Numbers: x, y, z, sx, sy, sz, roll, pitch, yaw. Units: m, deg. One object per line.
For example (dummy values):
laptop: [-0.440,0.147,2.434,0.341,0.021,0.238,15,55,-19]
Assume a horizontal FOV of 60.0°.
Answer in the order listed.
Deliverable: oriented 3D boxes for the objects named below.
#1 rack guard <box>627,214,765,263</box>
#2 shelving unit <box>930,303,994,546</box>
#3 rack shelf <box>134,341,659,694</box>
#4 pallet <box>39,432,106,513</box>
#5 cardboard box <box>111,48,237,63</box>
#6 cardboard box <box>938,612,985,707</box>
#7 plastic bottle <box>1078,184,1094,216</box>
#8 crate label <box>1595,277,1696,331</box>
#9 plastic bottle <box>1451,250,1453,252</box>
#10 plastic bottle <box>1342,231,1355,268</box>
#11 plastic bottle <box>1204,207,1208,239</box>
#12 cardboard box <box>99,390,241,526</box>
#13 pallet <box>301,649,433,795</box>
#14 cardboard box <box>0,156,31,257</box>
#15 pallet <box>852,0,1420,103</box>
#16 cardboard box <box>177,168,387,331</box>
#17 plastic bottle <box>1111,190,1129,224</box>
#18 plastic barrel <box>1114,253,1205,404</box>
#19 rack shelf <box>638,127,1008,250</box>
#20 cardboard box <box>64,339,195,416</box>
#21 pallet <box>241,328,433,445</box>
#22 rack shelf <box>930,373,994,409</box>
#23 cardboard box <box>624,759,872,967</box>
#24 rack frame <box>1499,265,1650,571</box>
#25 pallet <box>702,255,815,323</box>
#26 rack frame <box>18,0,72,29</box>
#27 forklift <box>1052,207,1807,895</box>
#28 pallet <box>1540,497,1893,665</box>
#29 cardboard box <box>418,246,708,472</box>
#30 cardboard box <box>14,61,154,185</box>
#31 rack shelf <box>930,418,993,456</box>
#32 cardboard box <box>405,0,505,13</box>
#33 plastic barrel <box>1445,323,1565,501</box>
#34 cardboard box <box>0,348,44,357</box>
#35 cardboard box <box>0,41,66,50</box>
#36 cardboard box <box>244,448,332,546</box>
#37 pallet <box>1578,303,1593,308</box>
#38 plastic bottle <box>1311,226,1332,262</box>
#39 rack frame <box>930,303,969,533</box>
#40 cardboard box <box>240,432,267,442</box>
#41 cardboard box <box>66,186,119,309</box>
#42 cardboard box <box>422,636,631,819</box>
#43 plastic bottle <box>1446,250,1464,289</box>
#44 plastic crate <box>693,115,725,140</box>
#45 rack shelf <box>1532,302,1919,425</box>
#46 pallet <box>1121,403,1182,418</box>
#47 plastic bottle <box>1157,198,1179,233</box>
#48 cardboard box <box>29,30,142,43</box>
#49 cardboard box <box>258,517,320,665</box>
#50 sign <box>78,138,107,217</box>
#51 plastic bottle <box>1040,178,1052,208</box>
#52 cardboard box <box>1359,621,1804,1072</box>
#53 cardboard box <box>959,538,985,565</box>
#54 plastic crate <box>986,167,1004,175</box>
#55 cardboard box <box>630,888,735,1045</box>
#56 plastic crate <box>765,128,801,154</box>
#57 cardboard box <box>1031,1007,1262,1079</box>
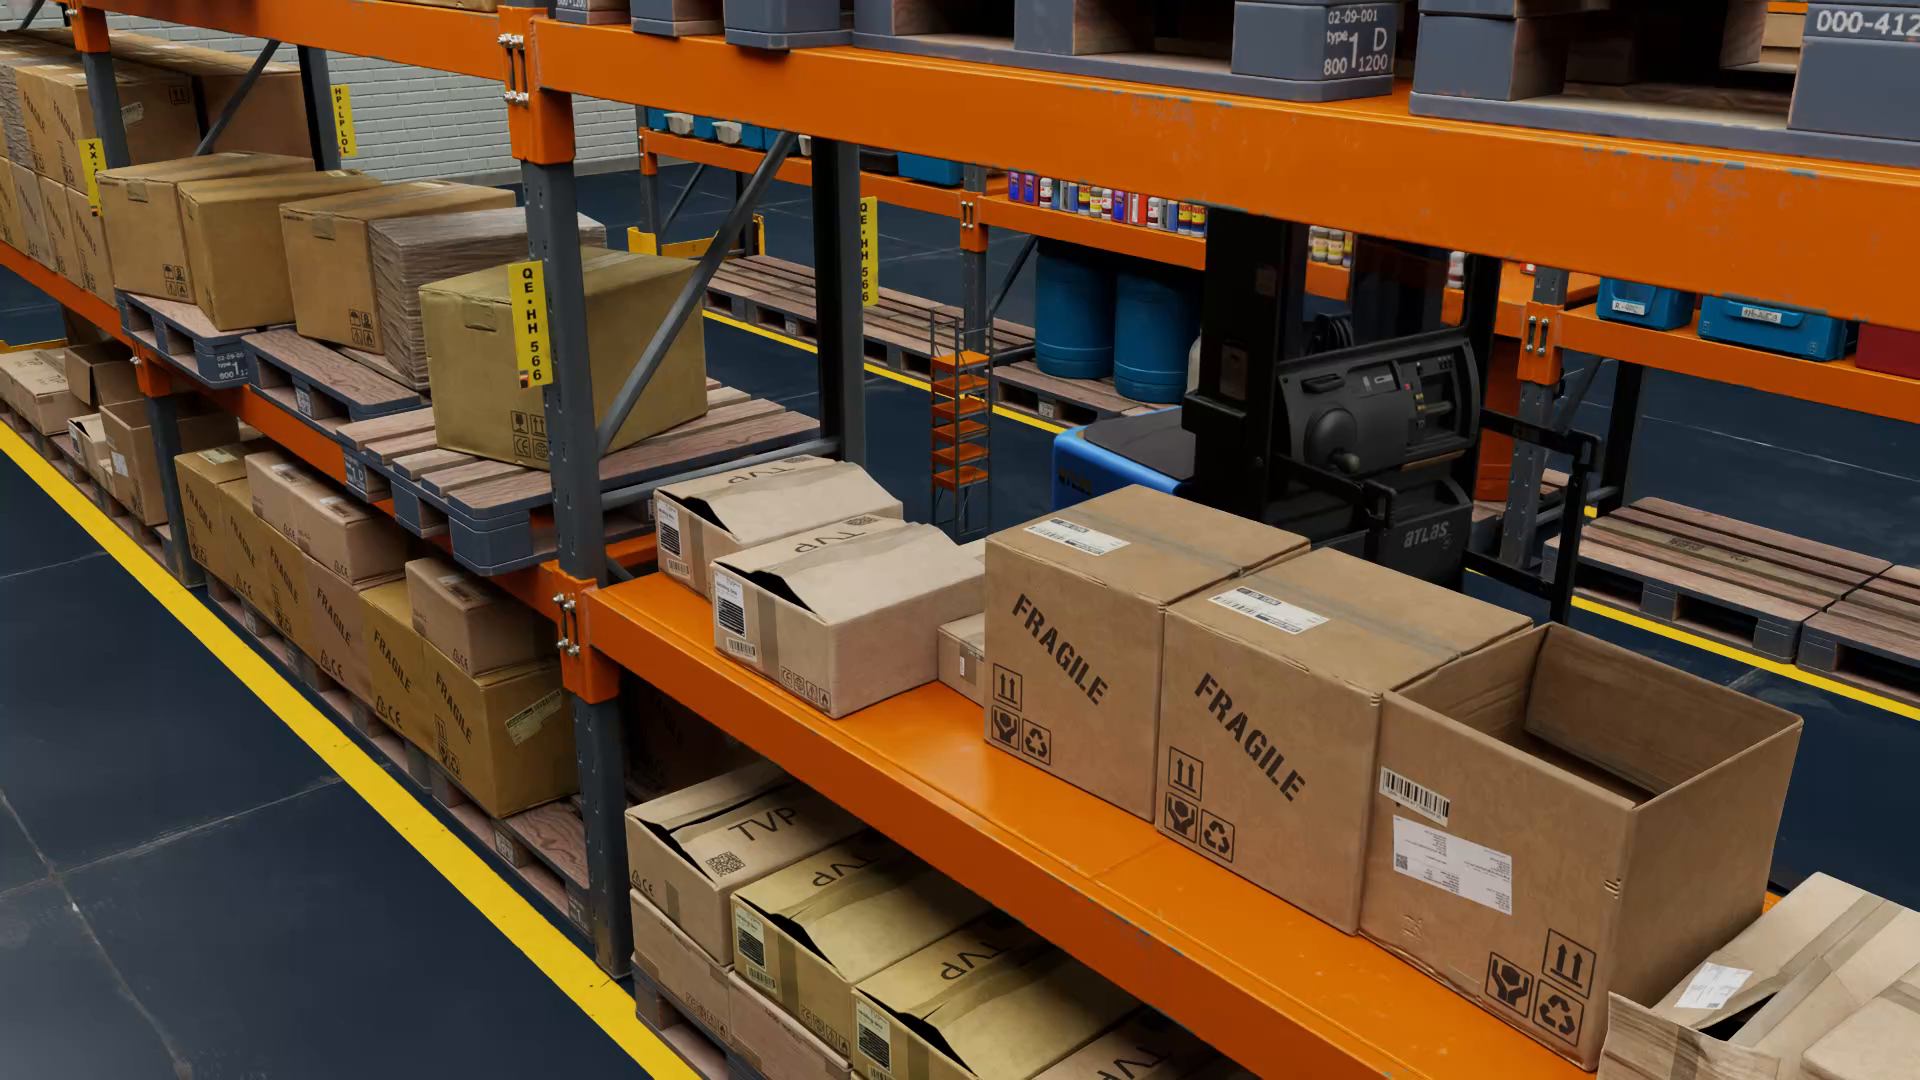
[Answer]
rack guard: [-2.198,-2.415,13.965,1.175,0.500,0.348,-17,27,-37]
shelving unit: [0.009,-0.555,8.255,0.258,1.200,0.189,-17,27,-37]
rack shelf: [-2.011,-0.405,6.391,1.077,0.370,4.000,-17,27,-37]
pallet: [-4.564,-0.521,9.525,1.003,0.211,1.213,-17,27,-37]
cardboard box: [-4.083,-2.286,8.700,0.500,0.500,0.500,-18,28,-39]
cardboard box: [0.170,0.269,4.029,0.380,0.149,0.250,-15,26,-34]
plastic bottle: [0.746,-2.052,9.787,0.097,0.271,0.097,0,21,0]
crate label: [3.041,-1.082,7.363,0.303,0.233,0.416,-17,27,-37]
plastic bottle: [2.609,-1.654,8.770,0.097,0.271,0.097,0,21,0]
plastic bottle: [1.996,-1.523,8.436,0.097,0.271,0.097,0,21,0]
plastic bottle: [1.436,-1.810,9.060,0.144,0.351,0.185,-17,27,-37]
cardboard box: [-3.903,-0.423,8.276,0.500,0.500,0.500,-17,27,-37]
pallet: [-1.956,0.559,6.767,1.003,0.211,1.213,-17,27,-37]
cardboard box: [-4.846,-1.840,8.931,0.500,0.500,0.500,-17,27,-37]
pallet: [0.538,-1.022,3.125,1.003,0.211,1.213,-16,26,-35]
cardboard box: [-2.680,-1.175,6.659,0.700,0.500,0.500,-13,25,-29]
plastic bottle: [0.935,-1.968,9.555,0.061,0.283,0.133,-17,27,-37]
plastic barrel: [1.243,-1.339,10.091,0.600,0.901,0.708,-17,27,-37]
rack shelf: [-0.867,-2.688,12.221,1.077,0.370,4.000,-17,27,-37]
cardboard box: [-4.547,-0.853,9.368,0.797,0.503,0.637,-17,27,-37]
pallet: [-1.978,-0.634,6.253,1.003,0.211,1.213,-17,27,-37]
rack shelf: [0.009,-0.737,8.184,0.258,0.103,0.180,-17,27,-37]
cardboard box: [-0.586,0.851,4.624,0.500,0.311,0.500,-16,27,-36]
rack frame: [3.050,-1.365,7.857,1.000,3.000,0.127,-17,27,-37]
pallet: [-1.663,-2.040,13.403,1.003,0.211,1.213,-17,27,-37]
rack frame: [-5.927,-2.397,10.492,1.000,3.000,0.127,-17,27,-37]
forklift: [1.582,-0.448,5.608,1.130,2.935,3.031,-13,25,-31]
pallet: [3.526,0.156,7.795,1.003,0.211,1.213,-17,27,-37]
cardboard box: [-1.202,-0.576,5.130,0.500,0.500,0.700,12,24,28]
cardboard box: [-4.179,-2.023,8.029,0.500,0.500,0.500,-18,28,-38]
rack shelf: [0.009,-0.513,8.271,0.258,0.103,0.180,-17,27,-37]
cardboard box: [-1.016,-1.743,4.571,0.910,0.500,0.500,-17,27,-37]
plastic barrel: [2.717,-0.682,8.511,0.600,0.830,0.708,-17,27,-37]
cardboard box: [-5.914,-1.077,10.428,0.380,0.149,0.250,-17,27,-37]
cardboard box: [-5.168,-2.442,9.098,0.500,0.500,0.500,-17,27,-37]
cardboard box: [-2.532,-0.215,6.715,0.500,0.250,0.500,-17,27,-37]
pallet: [5.552,-1.819,12.838,1.003,0.211,1.213,-17,27,-37]
plastic bottle: [1.869,-1.544,8.587,0.097,0.201,0.097,0,21,0]
rack frame: [-0.050,-0.580,8.320,0.240,1.200,0.006,-17,27,-37]
cardboard box: [-3.426,-0.413,8.508,0.500,0.311,0.500,-17,27,-37]
cardboard box: [-3.837,-1.416,7.849,0.500,0.500,0.500,-17,27,-37]
cardboard box: [-1.494,0.569,5.742,0.500,0.500,0.500,-16,27,-35]
plastic bottle: [2.401,-1.319,8.012,0.097,0.201,0.097,0,21,0]
plastic crate: [-1.831,-3.197,12.681,0.416,0.233,0.300,-17,27,-37]
rack shelf: [4.355,-0.478,6.577,1.077,0.370,4.000,-17,27,-37]
pallet: [1.711,-0.612,9.756,1.003,0.211,1.213,-17,27,-37]
plastic bottle: [1.208,-1.874,9.326,0.152,0.276,0.135,-17,27,-37]
cardboard box: [-5.098,-2.713,9.789,0.500,0.500,0.500,-17,27,-36]
cardboard box: [-2.508,0.143,6.830,0.500,0.500,0.500,-17,27,-37]
sign: [-3.722,-1.564,7.178,0.100,0.325,0.005,-17,27,-37]
plastic bottle: [0.531,-2.111,10.032,0.097,0.201,0.097,0,21,0]
cardboard box: [1.073,0.510,2.932,0.500,0.500,0.500,-15,26,-34]
cardboard box: [0.091,0.112,4.428,0.380,0.149,0.250,-17,27,-37]
plastic crate: [0.243,-2.538,11.131,0.396,0.136,0.243,-17,27,-37]
cardboard box: [-0.586,1.112,4.726,0.500,0.250,0.500,-18,27,-38]
plastic crate: [-1.205,-2.932,12.005,0.416,0.233,0.300,-17,27,-37]
cardboard box: [0.431,1.278,3.535,0.500,0.311,0.500,-18,28,-38]
